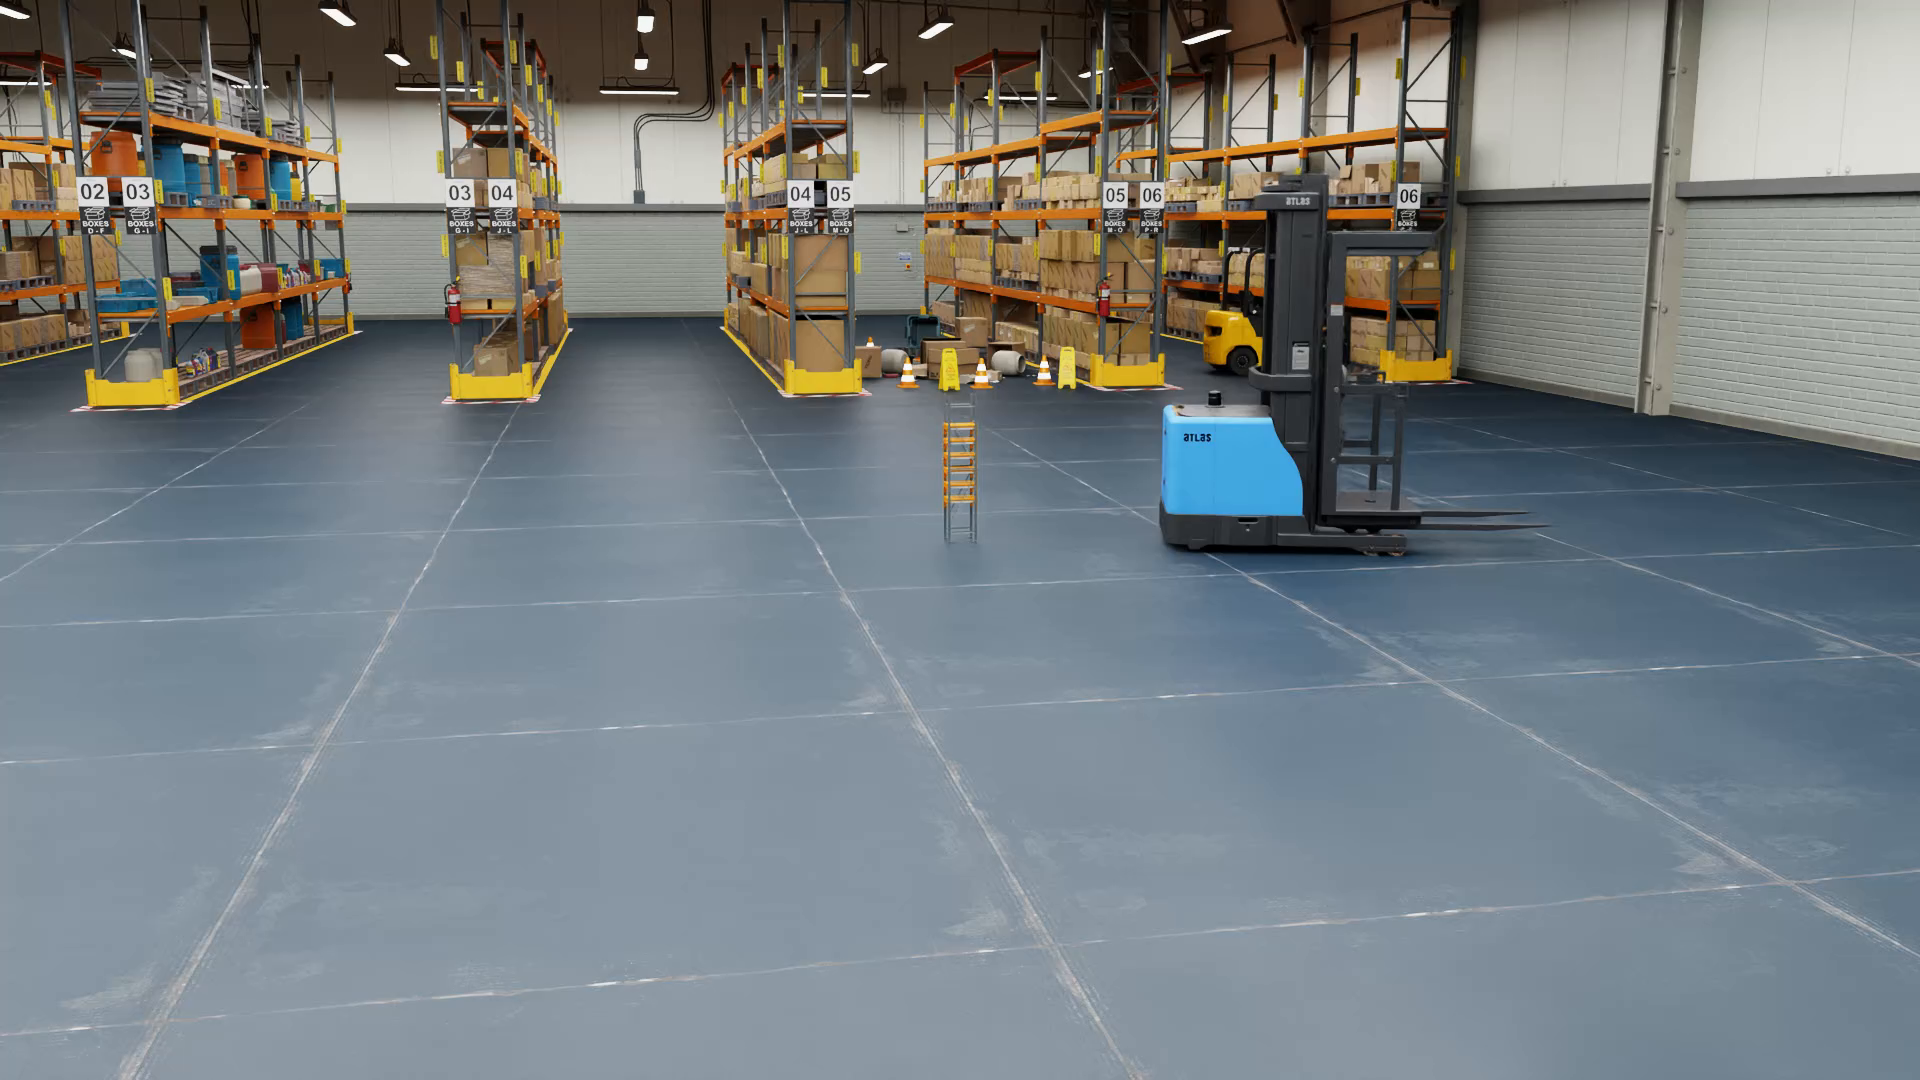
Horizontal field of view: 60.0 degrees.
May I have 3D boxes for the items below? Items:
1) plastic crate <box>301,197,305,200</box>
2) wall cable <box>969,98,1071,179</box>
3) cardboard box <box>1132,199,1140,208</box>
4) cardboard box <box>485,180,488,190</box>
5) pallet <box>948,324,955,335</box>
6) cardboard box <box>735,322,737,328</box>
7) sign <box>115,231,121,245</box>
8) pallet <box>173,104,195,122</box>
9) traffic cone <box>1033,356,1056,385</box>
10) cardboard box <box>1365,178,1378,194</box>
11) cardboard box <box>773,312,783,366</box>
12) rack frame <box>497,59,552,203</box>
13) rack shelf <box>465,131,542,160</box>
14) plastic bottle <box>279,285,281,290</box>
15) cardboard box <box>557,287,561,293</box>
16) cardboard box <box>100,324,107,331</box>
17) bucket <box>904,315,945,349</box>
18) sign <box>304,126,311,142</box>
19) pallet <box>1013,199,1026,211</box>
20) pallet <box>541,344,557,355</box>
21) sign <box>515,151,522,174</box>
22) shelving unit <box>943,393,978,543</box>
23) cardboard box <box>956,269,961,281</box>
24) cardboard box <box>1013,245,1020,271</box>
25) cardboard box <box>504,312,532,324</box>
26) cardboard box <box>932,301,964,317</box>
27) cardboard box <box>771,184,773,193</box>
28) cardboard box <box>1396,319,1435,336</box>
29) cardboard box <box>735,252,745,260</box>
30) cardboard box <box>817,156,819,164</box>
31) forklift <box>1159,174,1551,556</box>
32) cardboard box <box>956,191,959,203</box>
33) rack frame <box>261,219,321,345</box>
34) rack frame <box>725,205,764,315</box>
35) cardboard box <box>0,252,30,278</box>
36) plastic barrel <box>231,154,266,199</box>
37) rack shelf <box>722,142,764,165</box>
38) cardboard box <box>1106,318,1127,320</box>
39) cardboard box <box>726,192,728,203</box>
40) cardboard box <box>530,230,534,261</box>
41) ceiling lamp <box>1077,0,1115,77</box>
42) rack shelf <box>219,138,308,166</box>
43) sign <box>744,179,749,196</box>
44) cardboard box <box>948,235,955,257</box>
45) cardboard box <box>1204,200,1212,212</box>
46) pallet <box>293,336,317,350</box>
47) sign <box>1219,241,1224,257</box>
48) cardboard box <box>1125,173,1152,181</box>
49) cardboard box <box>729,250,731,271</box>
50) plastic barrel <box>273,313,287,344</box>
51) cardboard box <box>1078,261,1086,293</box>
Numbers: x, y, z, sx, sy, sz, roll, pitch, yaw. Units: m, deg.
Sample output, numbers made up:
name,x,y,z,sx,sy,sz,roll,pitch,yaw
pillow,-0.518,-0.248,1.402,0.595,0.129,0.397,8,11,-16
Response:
name,x,y,z,sx,sy,sz,roll,pitch,yaw
plastic crate,-14.947,-7.514,37.297,0.504,0.338,0.767,-2,11,-11
wall cable,1.700,-11.022,47.437,2.988,3.039,0.133,-2,11,-11
cardboard box,2.971,-5.390,26.644,0.380,0.149,0.250,-2,11,-11
cardboard box,-6.831,-5.262,24.631,0.380,0.149,0.250,-2,11,-11
pallet,0.312,-4.941,39.091,1.003,0.211,1.213,-2,11,-11
cardboard box,-4.947,-4.932,38.088,0.380,0.149,0.250,-2,11,-13
sign,-19.286,-6.923,38.103,0.100,0.325,0.005,-2,11,-11
pallet,-12.212,-6.444,25.061,1.003,0.211,1.213,-2,11,-11
traffic cone,1.368,-2.753,26.924,0.336,0.463,0.334,-2,11,-11
cardboard box,7.077,-5.999,28.139,0.396,0.266,0.258,-2,11,-11
cardboard box,-2.664,-3.382,28.002,0.875,0.875,0.875,-2,11,-11
rack frame,-9.338,-8.755,35.628,1.000,3.000,0.127,-2,11,-11
rack shelf,-8.171,-7.105,29.951,1.077,0.370,4.000,-2,11,-11
plastic bottle,-13.205,-4.990,32.203,0.061,0.283,0.133,-2,11,-11
cardboard box,-9.736,-5.423,38.724,0.875,0.875,0.875,-2,11,-11
cardboard box,-19.331,-4.781,36.972,0.500,0.250,0.500,-2,11,-11
bucket,-0.609,-3.700,29.804,0.726,0.611,0.620,2,1,9
sign,-13.656,-8.492,34.804,0.100,0.325,0.005,-2,11,-11
pallet,1.718,-6.390,31.724,1.213,0.211,1.003,-2,11,-11
pallet,-8.639,-3.852,33.369,1.003,0.211,1.213,-2,11,-11
sign,-6.472,-5.530,24.367,0.100,0.325,0.005,-2,11,-11
shelving unit,0.003,-0.587,13.570,0.258,1.200,0.189,-2,11,-11
cardboard box,0.209,-6.004,37.622,0.500,0.250,0.500,-2,11,-12
cardboard box,1.329,-5.461,32.179,0.500,0.500,0.500,-3,11,-13
cardboard box,-8.287,-4.212,31.308,0.500,0.250,0.500,-1,11,-5
cardboard box,-0.169,-5.732,41.520,0.875,0.438,0.875,-3,11,-13
cardboard box,-2.910,-5.795,27.382,0.380,0.149,0.250,-2,11,-11
cardboard box,7.677,-3.590,28.095,0.500,0.250,0.500,-2,11,-12
cardboard box,-4.575,-6.019,35.254,0.380,0.149,0.250,-2,11,-9
cardboard box,-2.069,-6.025,26.458,0.380,0.149,0.250,-2,11,-12
forklift,3.170,-1.416,13.297,3.031,2.935,1.130,1,11,4
cardboard box,0.137,-7.678,37.226,0.396,0.266,0.258,-2,11,-12
rack frame,-14.196,-5.628,35.242,1.000,3.000,0.127,-2,11,-11
rack frame,-5.231,-6.703,40.893,1.000,3.000,0.127,-2,11,-11
cardboard box,-18.652,-5.382,32.560,0.700,0.500,0.500,-5,12,-25
plastic barrel,-13.526,-6.889,31.576,0.600,0.830,0.708,-2,11,-11
rack shelf,-4.842,-8.929,38.473,1.077,0.370,4.000,-2,11,-11
cardboard box,2.630,-3.542,28.507,0.500,0.500,0.500,-2,11,-10
cardboard box,-5.298,-8.163,39.605,0.500,0.250,0.500,-2,11,-12
cardboard box,-7.326,-4.863,27.487,0.500,0.500,0.500,-2,11,-11
ceiling lamp,3.258,-11.930,36.700,0.800,3.185,2.000,-2,11,-11
rack shelf,-13.807,-7.658,32.859,1.077,0.370,4.000,-2,11,-11
sign,-4.208,-6.944,32.754,0.100,0.325,0.005,-2,11,-11
cardboard box,0.020,-6.785,38.381,0.500,0.500,0.500,-2,11,-11
cardboard box,5.592,-7.193,35.846,0.500,0.250,0.500,-2,11,-11
pallet,-14.087,-4.115,34.752,1.003,0.211,1.213,-2,11,-11
sign,5.498,-6.124,34.966,0.100,0.325,0.005,-2,11,-11
cardboard box,2.848,-5.782,26.569,0.380,0.149,0.250,-2,11,-11
cardboard box,-5.203,-6.619,39.386,0.500,0.500,0.500,-2,11,-10
plastic barrel,-13.750,-4.212,33.131,0.600,0.588,0.708,-2,11,-11
cardboard box,2.248,-4.344,27.435,0.500,0.500,0.500,-2,11,-11
